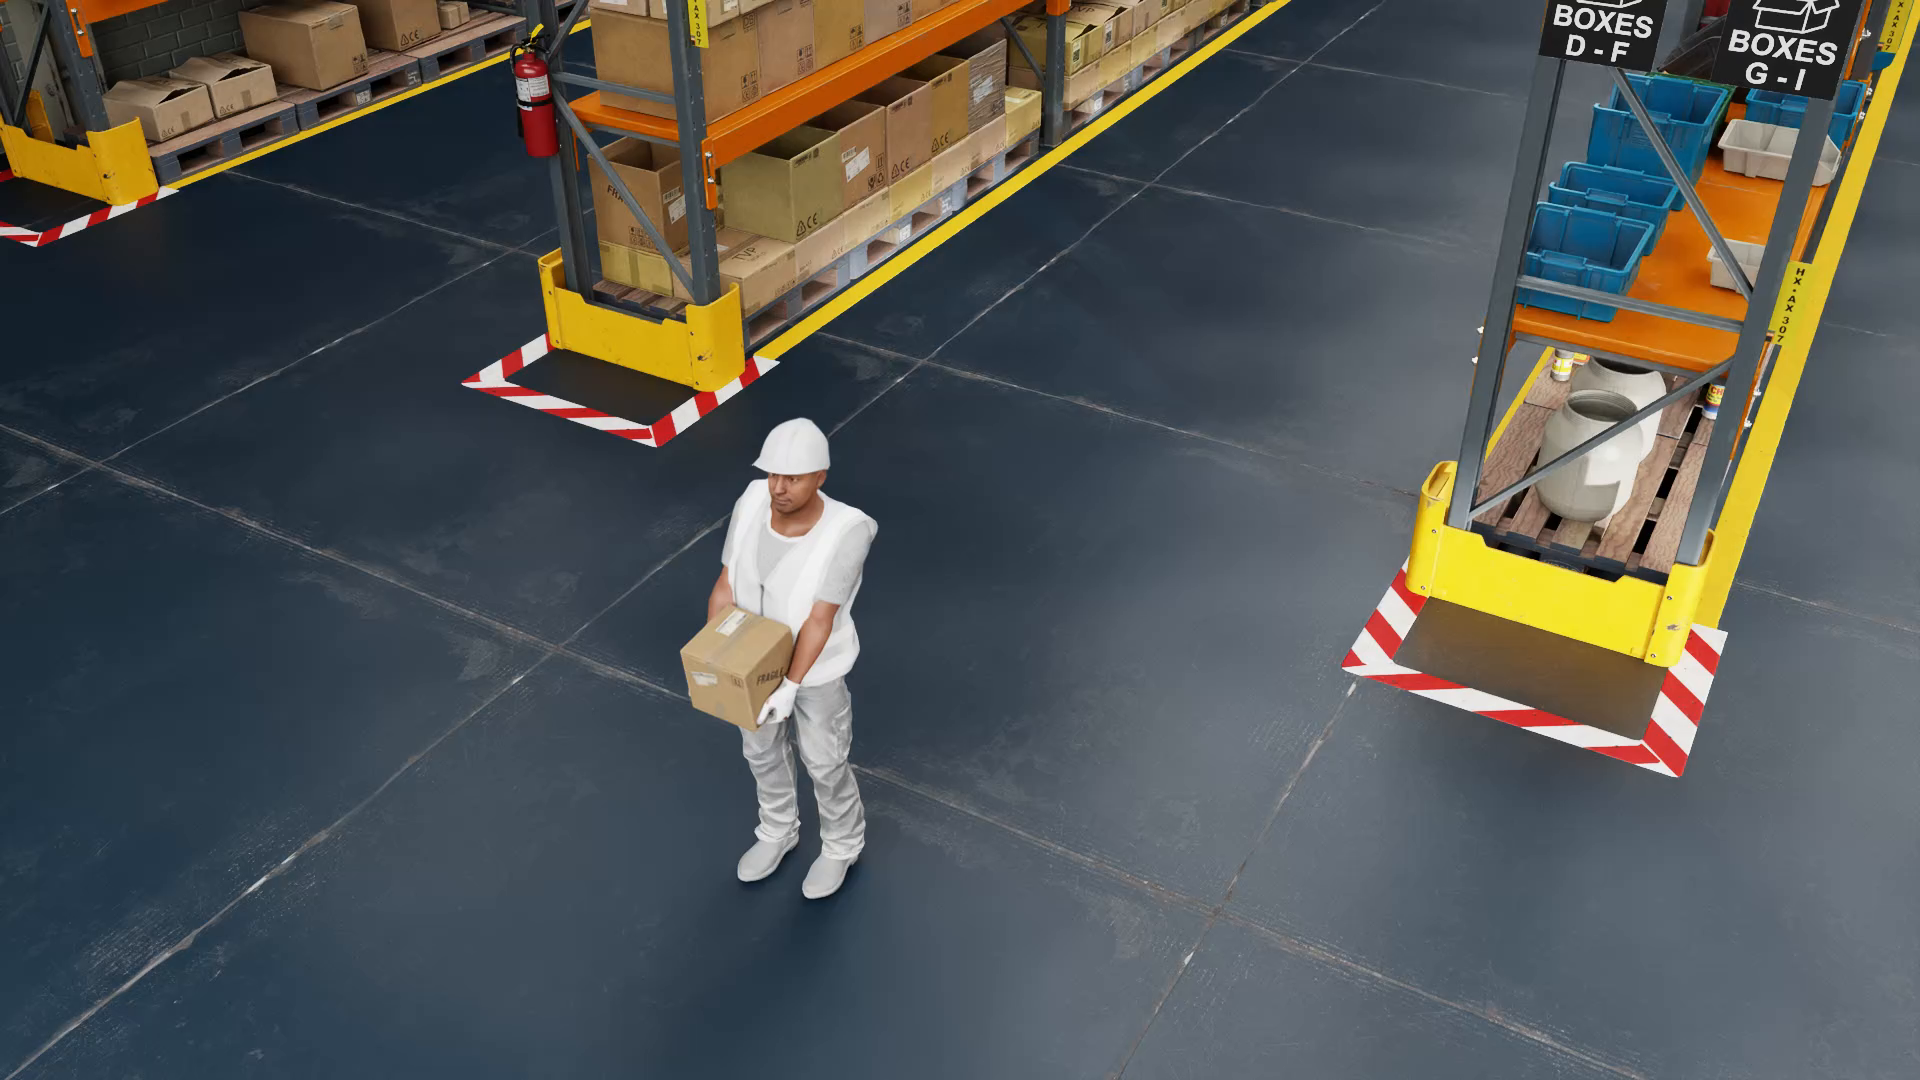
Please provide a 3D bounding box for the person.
[{"bbox_3d":[-0.585,0.449,5.457,0.488,1.779,0.569,18,38,25],"label":"person"}]
